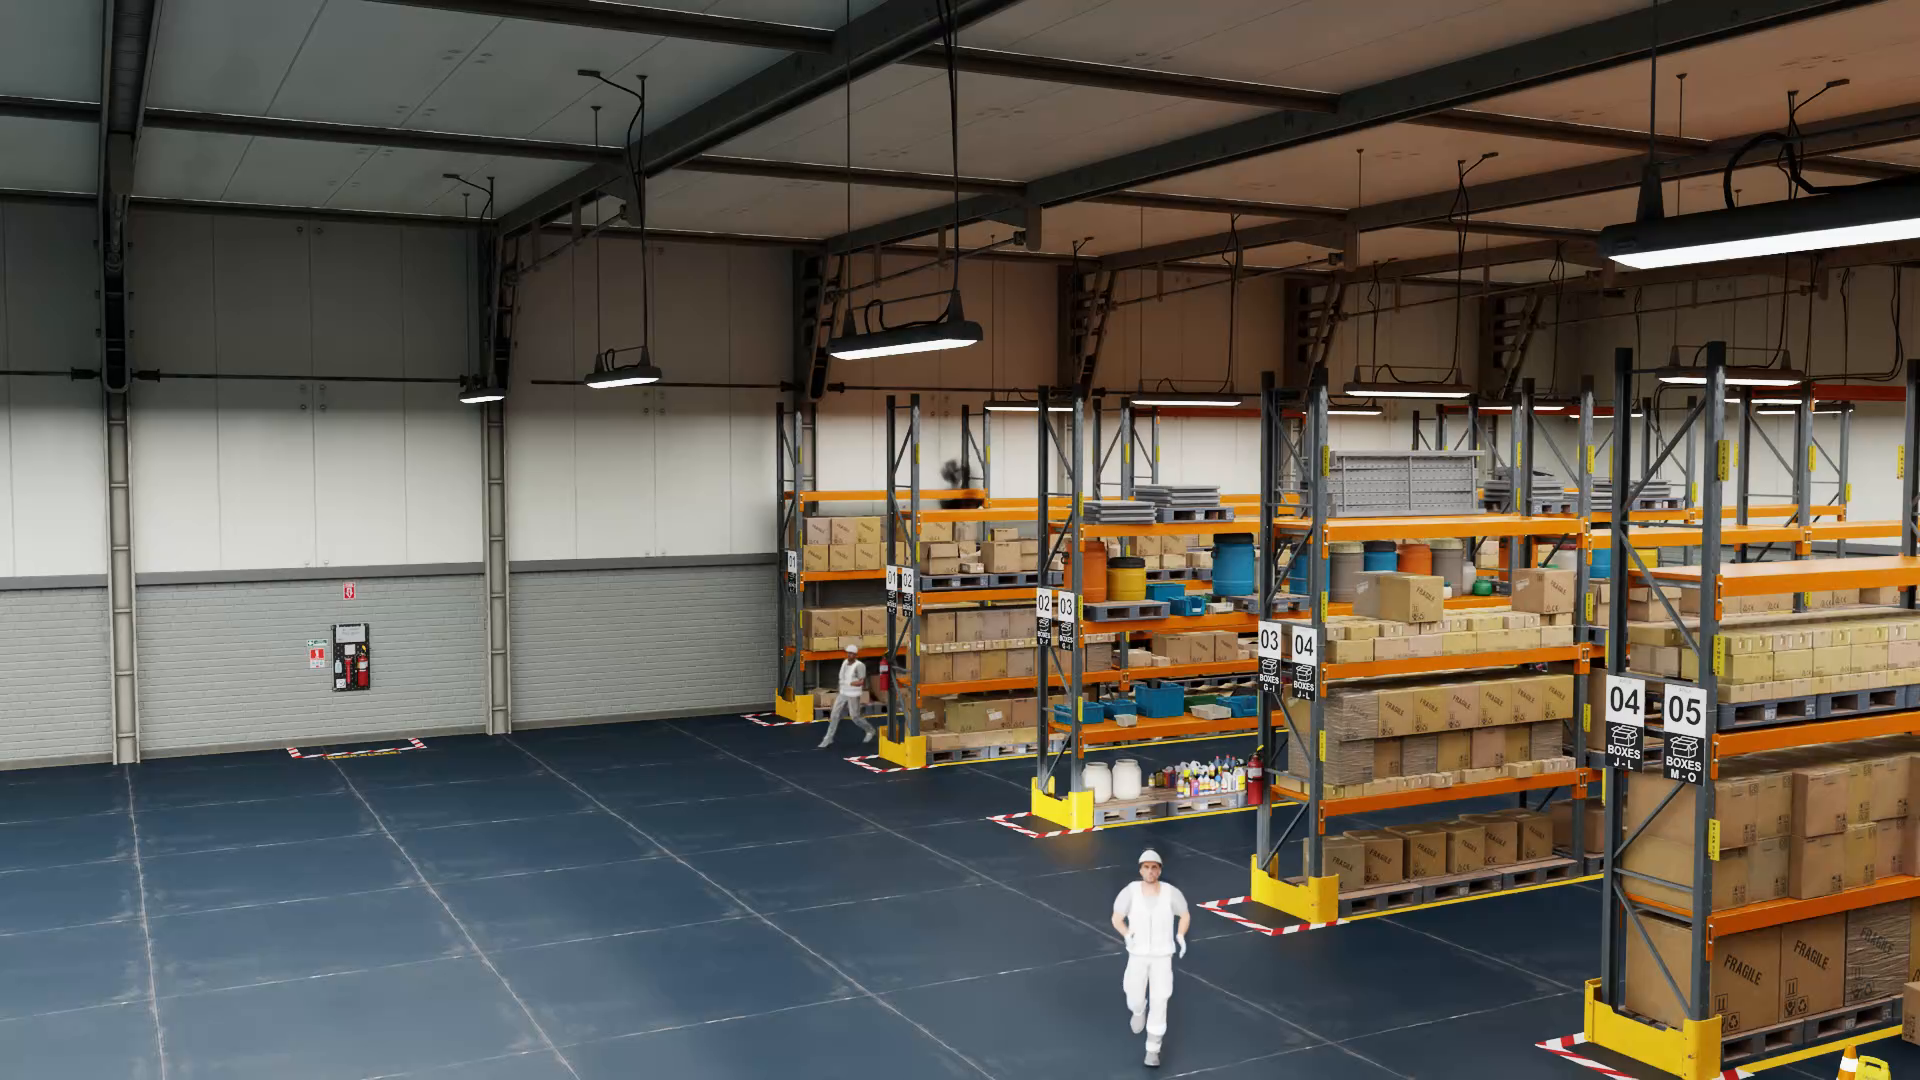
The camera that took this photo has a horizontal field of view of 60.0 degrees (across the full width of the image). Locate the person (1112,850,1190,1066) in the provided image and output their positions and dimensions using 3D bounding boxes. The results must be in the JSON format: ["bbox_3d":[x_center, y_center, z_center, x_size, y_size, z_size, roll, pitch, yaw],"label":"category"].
[{"bbox_3d":[1.618,3.493,14.081,0.663,1.744,0.764,0,3,6],"label":"person"}]

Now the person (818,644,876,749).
[{"bbox_3d":[-1.869,2.668,28.466,1.000,1.773,0.699,-3,4,-42],"label":"person"}]
